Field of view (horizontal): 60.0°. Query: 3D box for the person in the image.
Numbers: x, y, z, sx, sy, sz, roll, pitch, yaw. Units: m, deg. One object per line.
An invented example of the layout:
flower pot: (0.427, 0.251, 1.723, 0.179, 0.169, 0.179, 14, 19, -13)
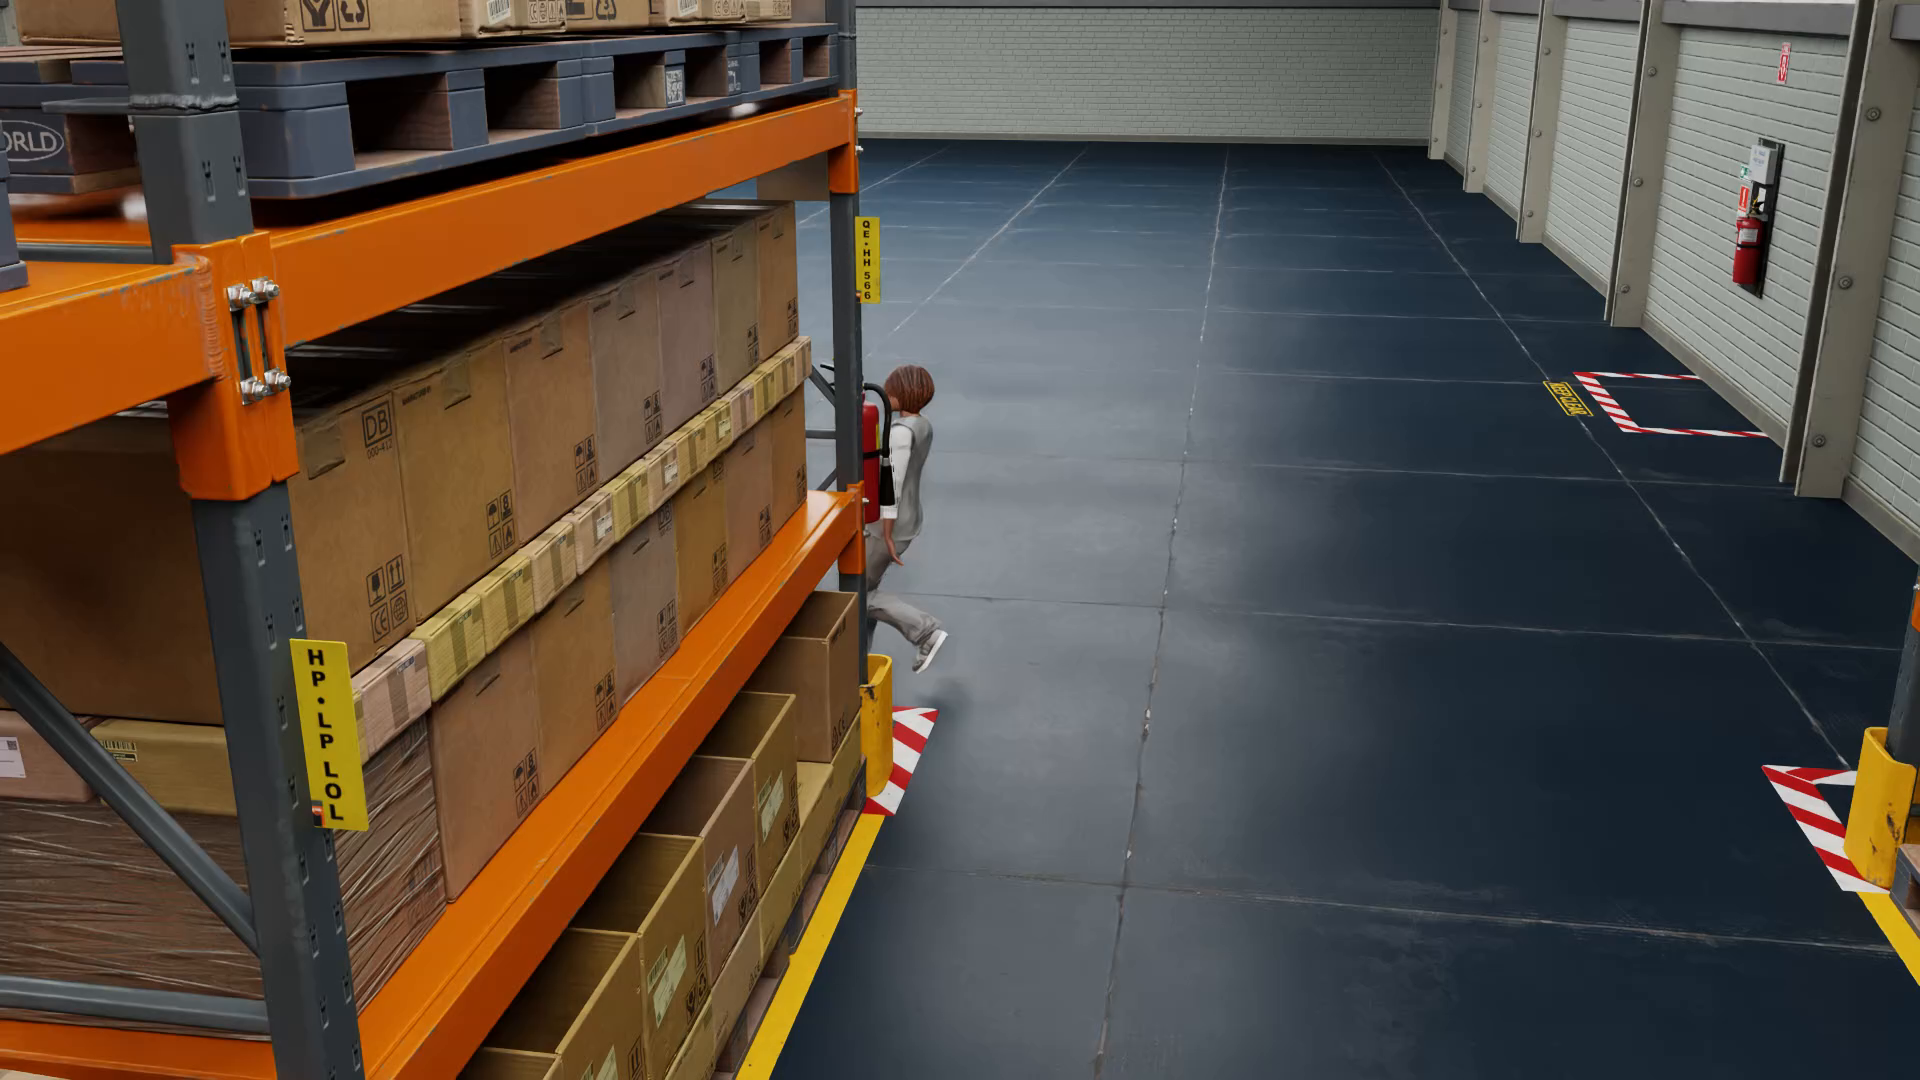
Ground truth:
person: (-0.394, -0.050, 7.795, 0.694, 1.563, 0.453, 4, 19, 11)
